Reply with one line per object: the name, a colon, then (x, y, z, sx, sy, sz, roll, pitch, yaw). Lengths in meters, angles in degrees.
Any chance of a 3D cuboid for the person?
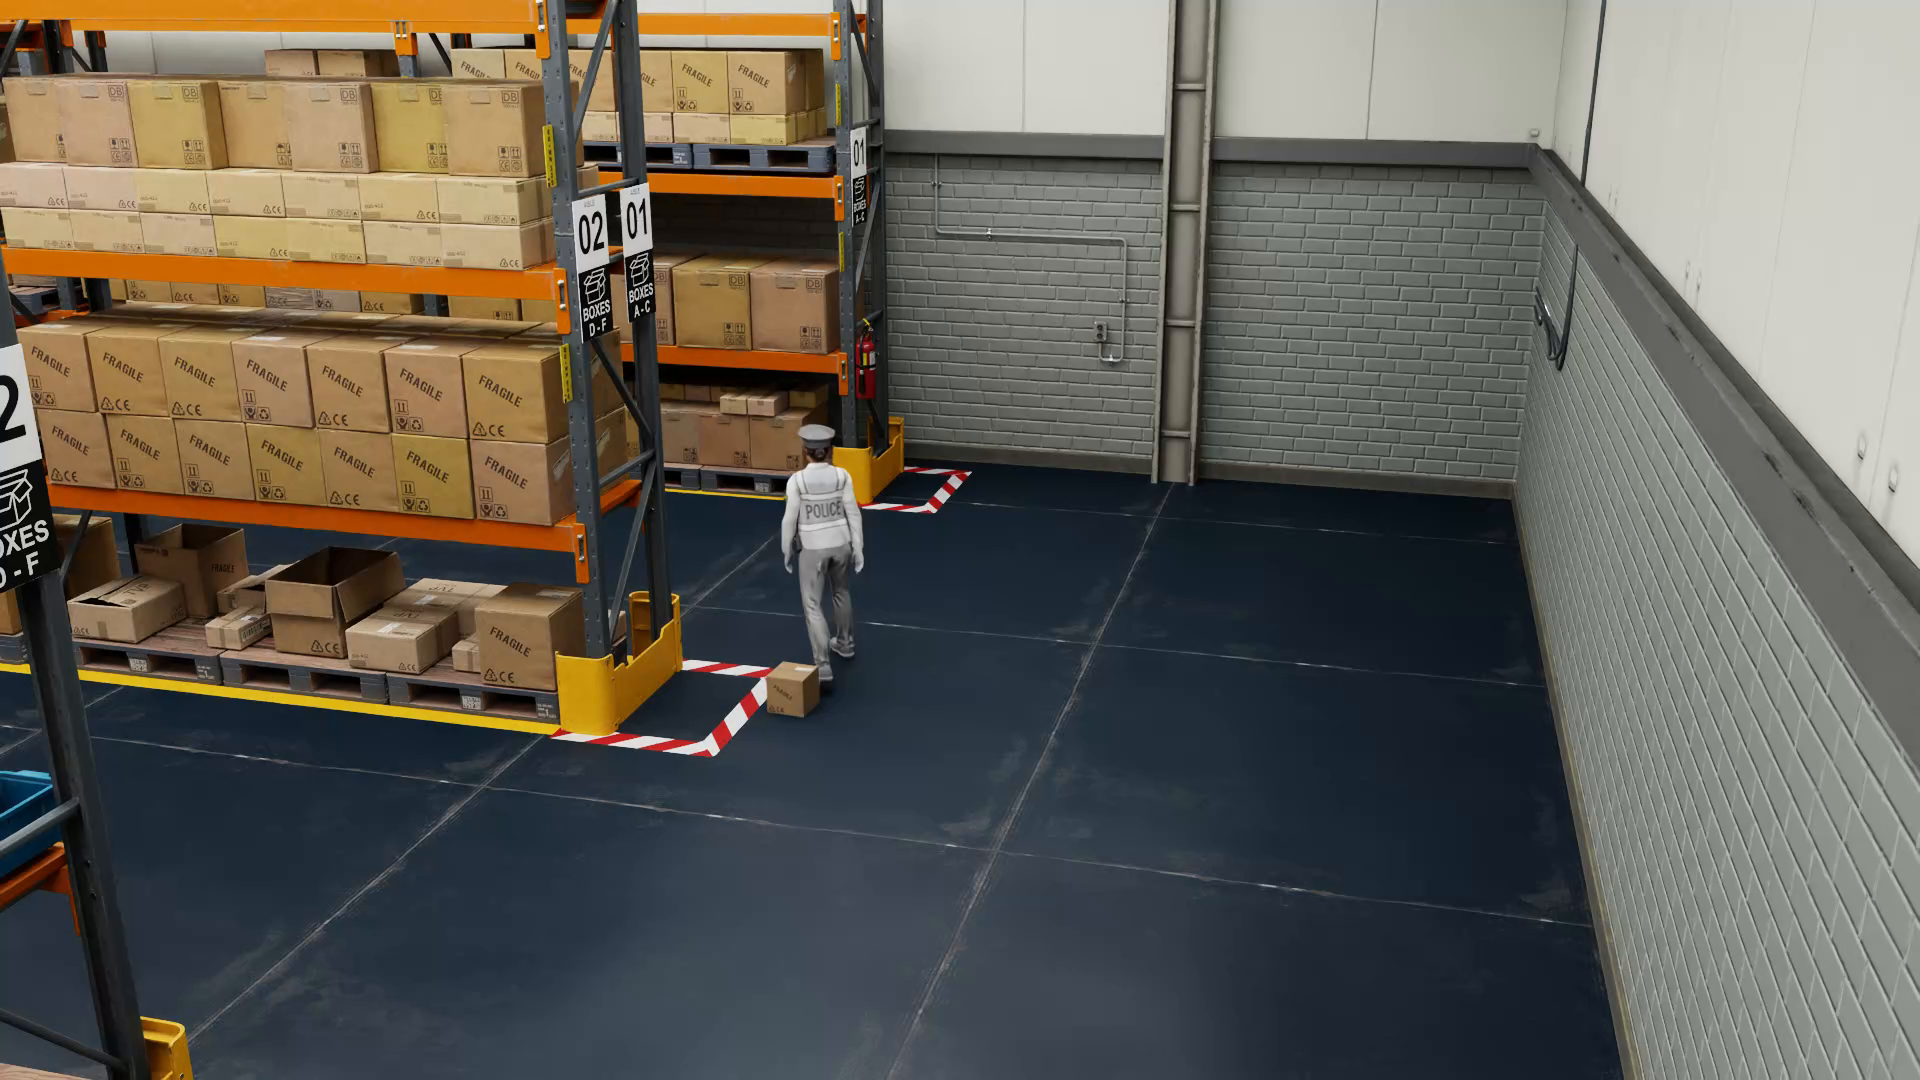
person: (-0.878, 0.084, 10.834, 0.549, 1.624, 0.764, -8, 20, -22)
